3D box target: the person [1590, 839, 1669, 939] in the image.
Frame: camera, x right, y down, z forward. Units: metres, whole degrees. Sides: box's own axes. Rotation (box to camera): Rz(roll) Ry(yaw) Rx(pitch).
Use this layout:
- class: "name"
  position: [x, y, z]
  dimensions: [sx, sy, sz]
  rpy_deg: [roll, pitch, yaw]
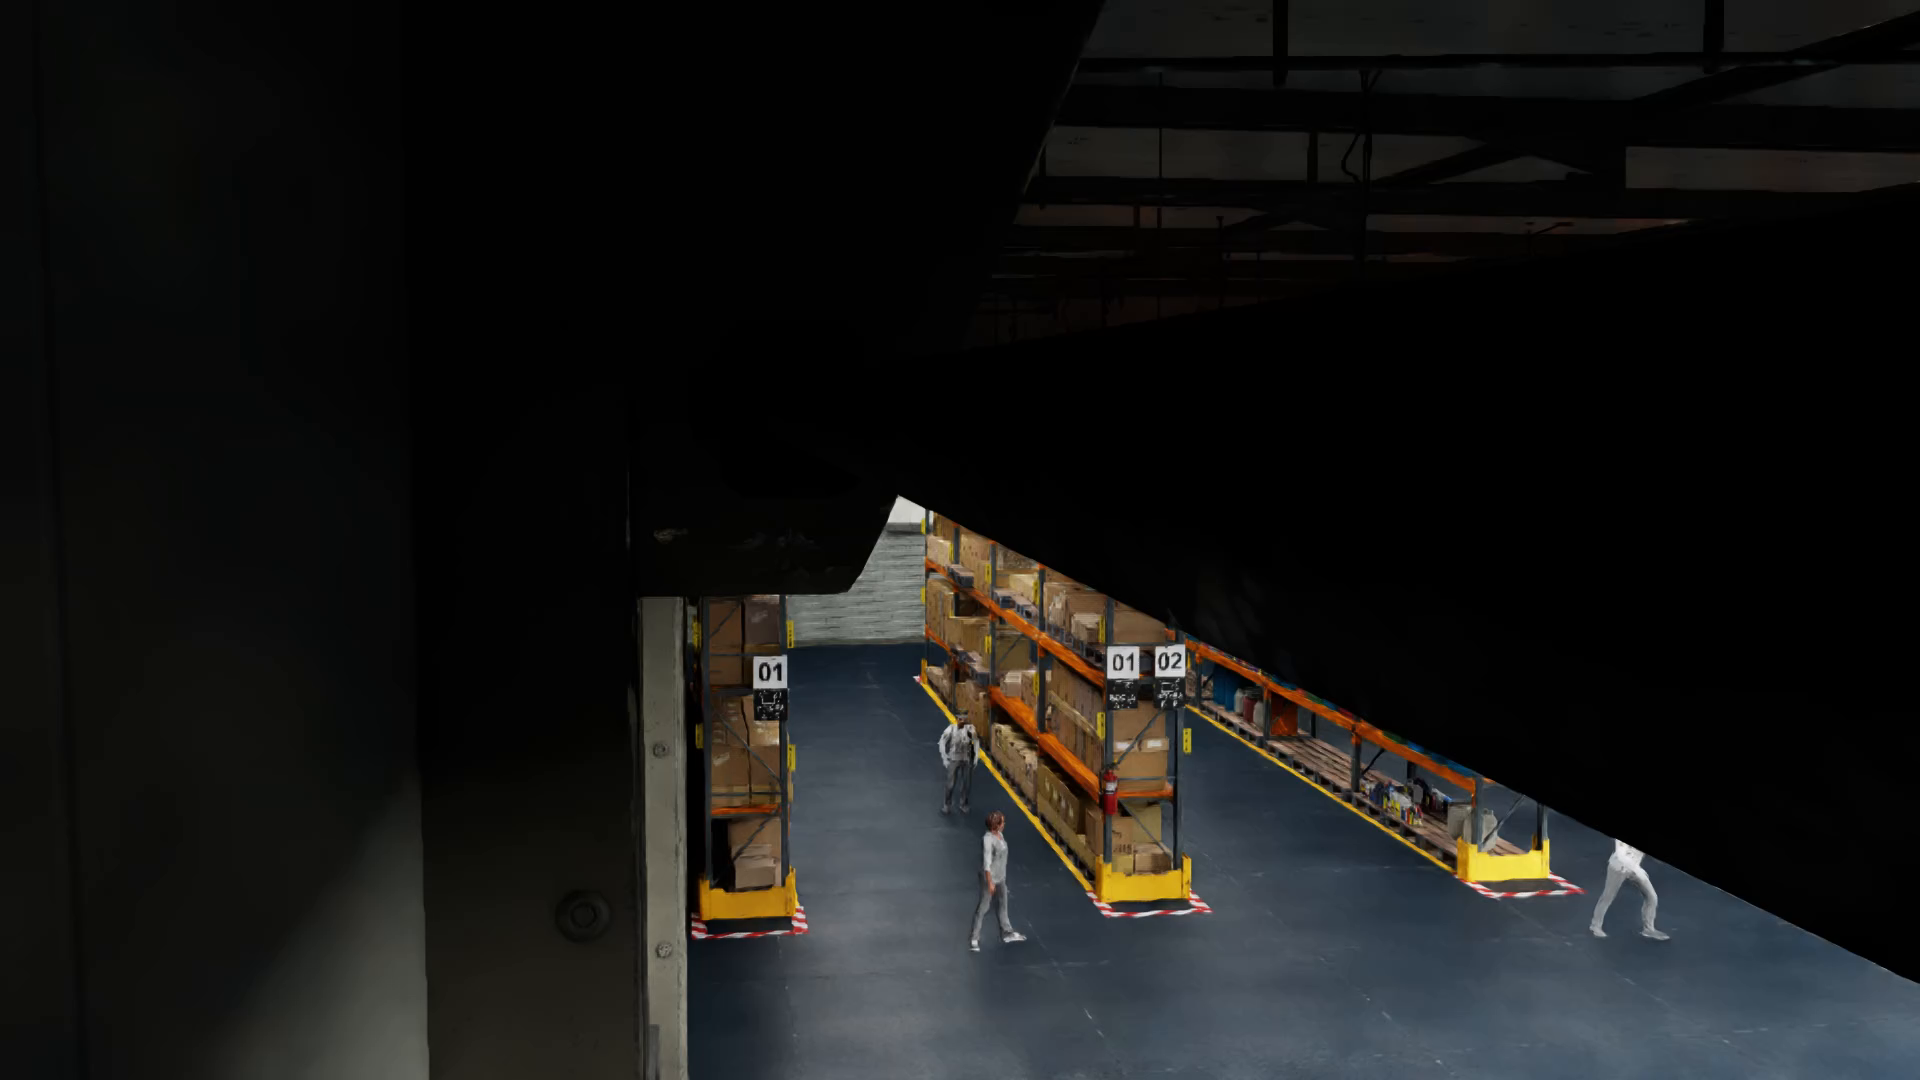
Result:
- class: "person"
  position: [7.734, 3.823, 19.282]
  dimensions: [0.630, 1.618, 0.758]
  rpy_deg: [-3, 6, -30]

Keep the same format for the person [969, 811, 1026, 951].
- class: "person"
  position: [0.401, 3.857, 18.977]
  dimensions: [0.528, 1.588, 0.639]
  rpy_deg: [2, 6, 26]

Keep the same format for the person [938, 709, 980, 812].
- class: "person"
  position: [-0.008, 3.317, 25.093]
  dimensions: [0.639, 1.632, 0.506]
  rpy_deg: [-1, 5, -11]
